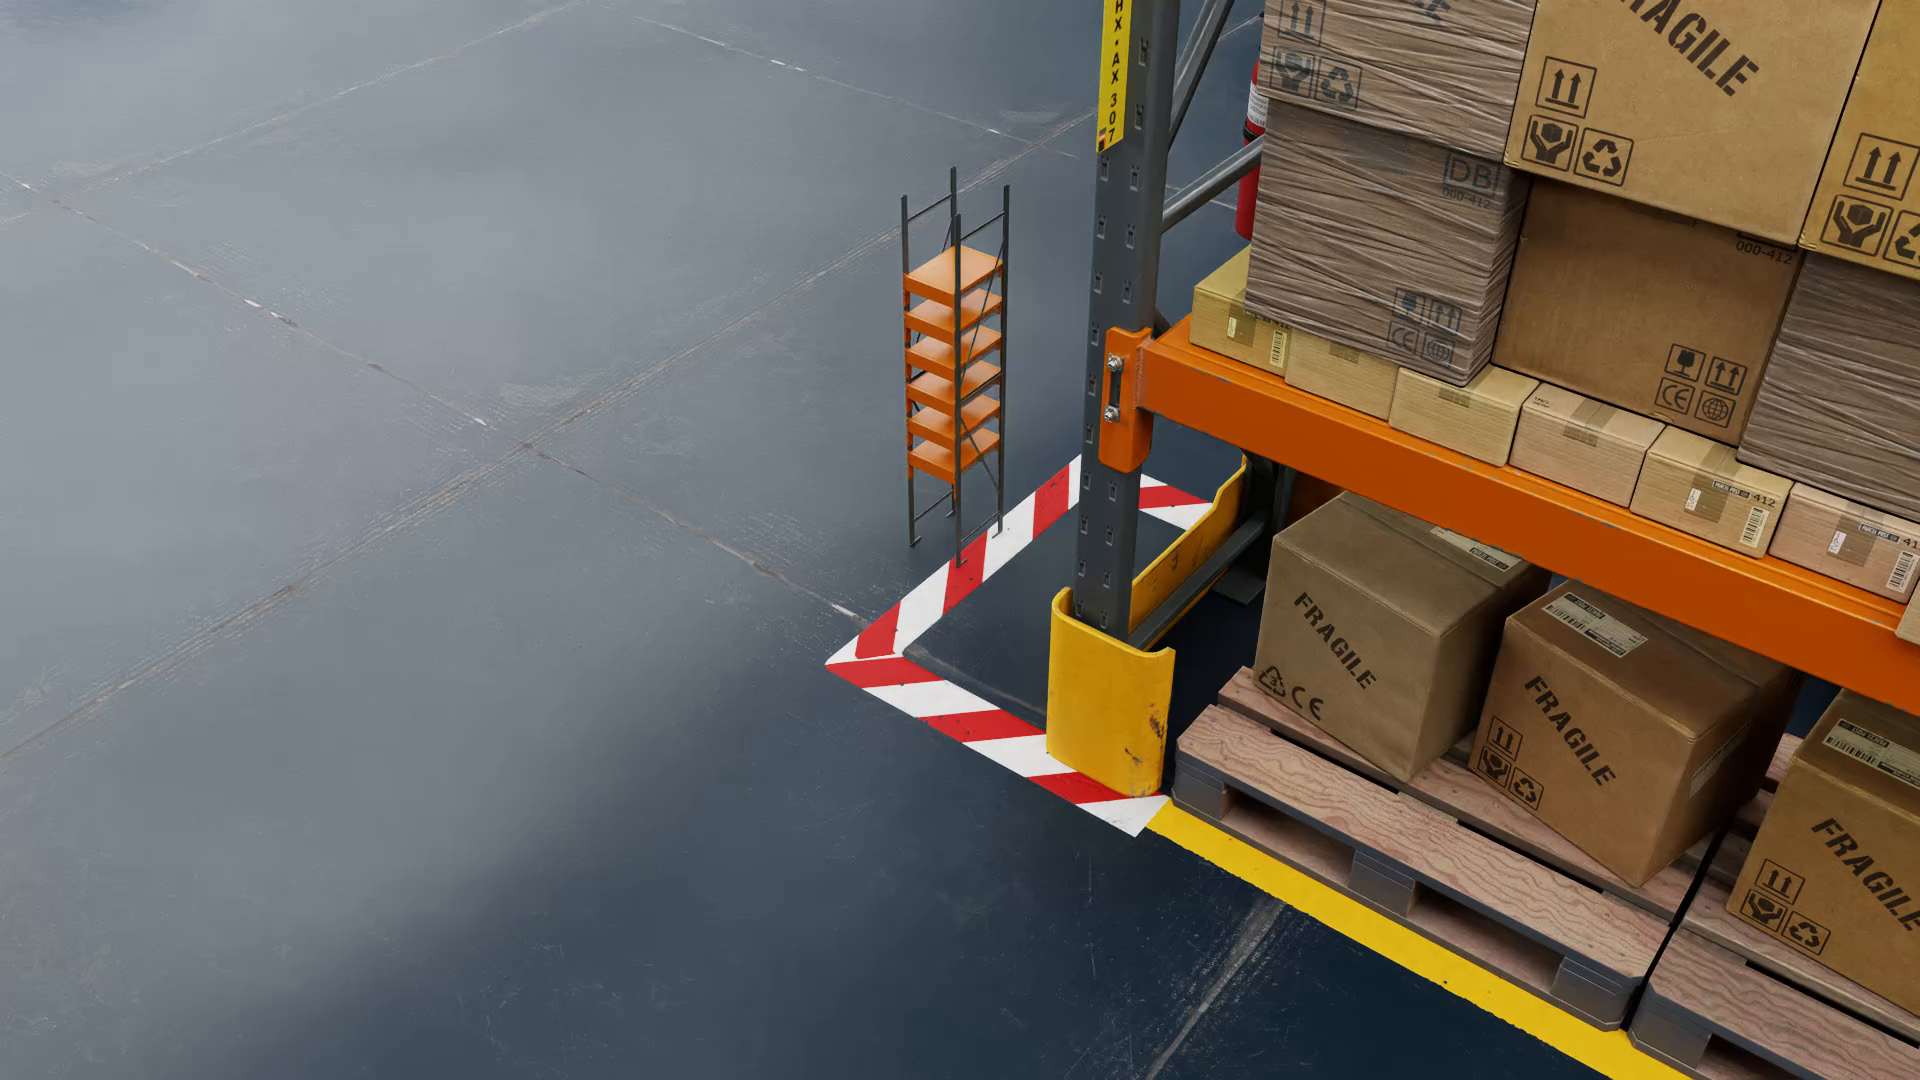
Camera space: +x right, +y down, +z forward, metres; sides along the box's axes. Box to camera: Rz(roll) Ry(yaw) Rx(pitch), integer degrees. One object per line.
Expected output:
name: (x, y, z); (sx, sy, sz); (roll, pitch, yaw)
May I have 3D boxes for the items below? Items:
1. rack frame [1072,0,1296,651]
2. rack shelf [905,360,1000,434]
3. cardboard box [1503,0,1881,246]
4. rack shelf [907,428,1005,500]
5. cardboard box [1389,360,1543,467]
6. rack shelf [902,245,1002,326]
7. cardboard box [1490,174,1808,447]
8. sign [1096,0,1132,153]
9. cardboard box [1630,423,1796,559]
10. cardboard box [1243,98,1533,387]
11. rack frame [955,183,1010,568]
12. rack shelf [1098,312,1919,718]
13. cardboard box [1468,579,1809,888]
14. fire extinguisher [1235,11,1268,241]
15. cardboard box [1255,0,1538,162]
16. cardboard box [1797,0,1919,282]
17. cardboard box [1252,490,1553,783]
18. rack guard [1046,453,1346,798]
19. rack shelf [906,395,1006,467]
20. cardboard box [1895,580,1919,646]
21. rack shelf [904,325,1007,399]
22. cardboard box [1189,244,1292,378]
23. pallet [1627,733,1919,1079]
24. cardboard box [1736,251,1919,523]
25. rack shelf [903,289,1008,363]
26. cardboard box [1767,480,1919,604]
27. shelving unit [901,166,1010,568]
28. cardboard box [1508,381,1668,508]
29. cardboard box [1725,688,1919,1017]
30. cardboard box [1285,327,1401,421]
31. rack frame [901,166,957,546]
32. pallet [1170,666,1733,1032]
rack frame: (0.639, -0.864, 3.920); (0.127, 3.000, 1.000); (25, 45, 29)
rack shelf: (-0.012, -0.443, 4.915); (0.180, 0.103, 0.258); (25, 45, 29)
cardboard box: (1.303, -0.884, 2.812); (0.500, 0.500, 0.500); (25, 45, 29)
rack shelf: (-0.012, -0.254, 5.062); (0.180, 0.103, 0.258); (25, 45, 29)
cardboard box: (1.097, -0.337, 3.451); (0.250, 0.149, 0.380); (25, 45, 29)
rack shelf: (-0.012, -0.727, 4.693); (0.180, 0.103, 0.258); (25, 45, 29)
cardboard box: (1.529, -0.672, 3.353); (0.500, 0.500, 0.875); (25, 45, 29)
sign: (0.309, -0.939, 3.314); (0.005, 0.325, 0.100); (25, 45, 29)
cardboard box: (1.502, -0.157, 3.221); (0.250, 0.149, 0.380); (25, 45, 29)
cardboard box: (1.059, -0.801, 3.517); (0.500, 0.500, 0.875); (25, 45, 29)
rack frame: (0.061, -0.444, 4.843); (0.006, 1.200, 0.240); (25, 45, 29)
rack shelf: (2.227, 0.169, 3.185); (4.000, 0.370, 1.077); (25, 45, 29)
cardboard box: (1.620, 0.404, 3.987); (0.500, 0.500, 0.500); (-25, 45, -29)
fire extinguisher: (0.828, -1.102, 4.287); (0.183, 0.674, 0.296); (25, 45, 29)
cardboard box: (0.910, -1.074, 3.056); (0.500, 0.500, 0.500); (25, 45, 29)
cardboard box: (1.701, -0.697, 2.574); (0.500, 0.500, 0.500); (25, 45, 29)
cardboard box: (1.124, 0.197, 4.252); (0.500, 0.500, 0.500); (-29, 46, -32)
rack guard: (0.699, 0.149, 4.654); (0.348, 0.500, 1.175); (25, 45, 29)
rack shelf: (-0.012, -0.349, 4.988); (0.180, 0.103, 0.258); (25, 45, 29)
cardboard box: (1.853, 0.068, 2.934); (0.250, 0.149, 0.380); (25, 45, 29)
rack shelf: (-0.012, -0.538, 4.841); (0.180, 0.103, 0.258); (25, 45, 29)
cardboard box: (0.720, -0.541, 3.712); (0.250, 0.149, 0.380); (25, 45, 29)
pallet: (2.288, 1.041, 3.749); (1.213, 0.211, 1.003); (25, 45, 29)
cardboard box: (1.900, -0.464, 3.087); (0.500, 0.500, 0.875); (25, 45, 29)
rack shelf: (-0.012, -0.632, 4.767); (0.180, 0.103, 0.258); (25, 45, 29)
cardboard box: (1.717, -0.076, 3.118); (0.250, 0.149, 0.380); (25, 45, 29)
shelving unit: (-0.012, -0.478, 4.887); (0.189, 1.200, 0.258); (25, 45, 29)
cardboard box: (1.308, -0.254, 3.345); (0.250, 0.149, 0.380); (25, 45, 29)
cardboard box: (2.106, 0.648, 3.676); (0.500, 0.500, 0.500); (30, 47, 32)
cardboard box: (0.907, -0.438, 3.580); (0.250, 0.149, 0.380); (25, 45, 29)
rack frame: (-0.084, -0.512, 4.931); (0.006, 1.200, 0.240); (25, 45, 29)
pallet: (1.323, 0.584, 4.332); (1.213, 0.211, 1.003); (25, 45, 29)
